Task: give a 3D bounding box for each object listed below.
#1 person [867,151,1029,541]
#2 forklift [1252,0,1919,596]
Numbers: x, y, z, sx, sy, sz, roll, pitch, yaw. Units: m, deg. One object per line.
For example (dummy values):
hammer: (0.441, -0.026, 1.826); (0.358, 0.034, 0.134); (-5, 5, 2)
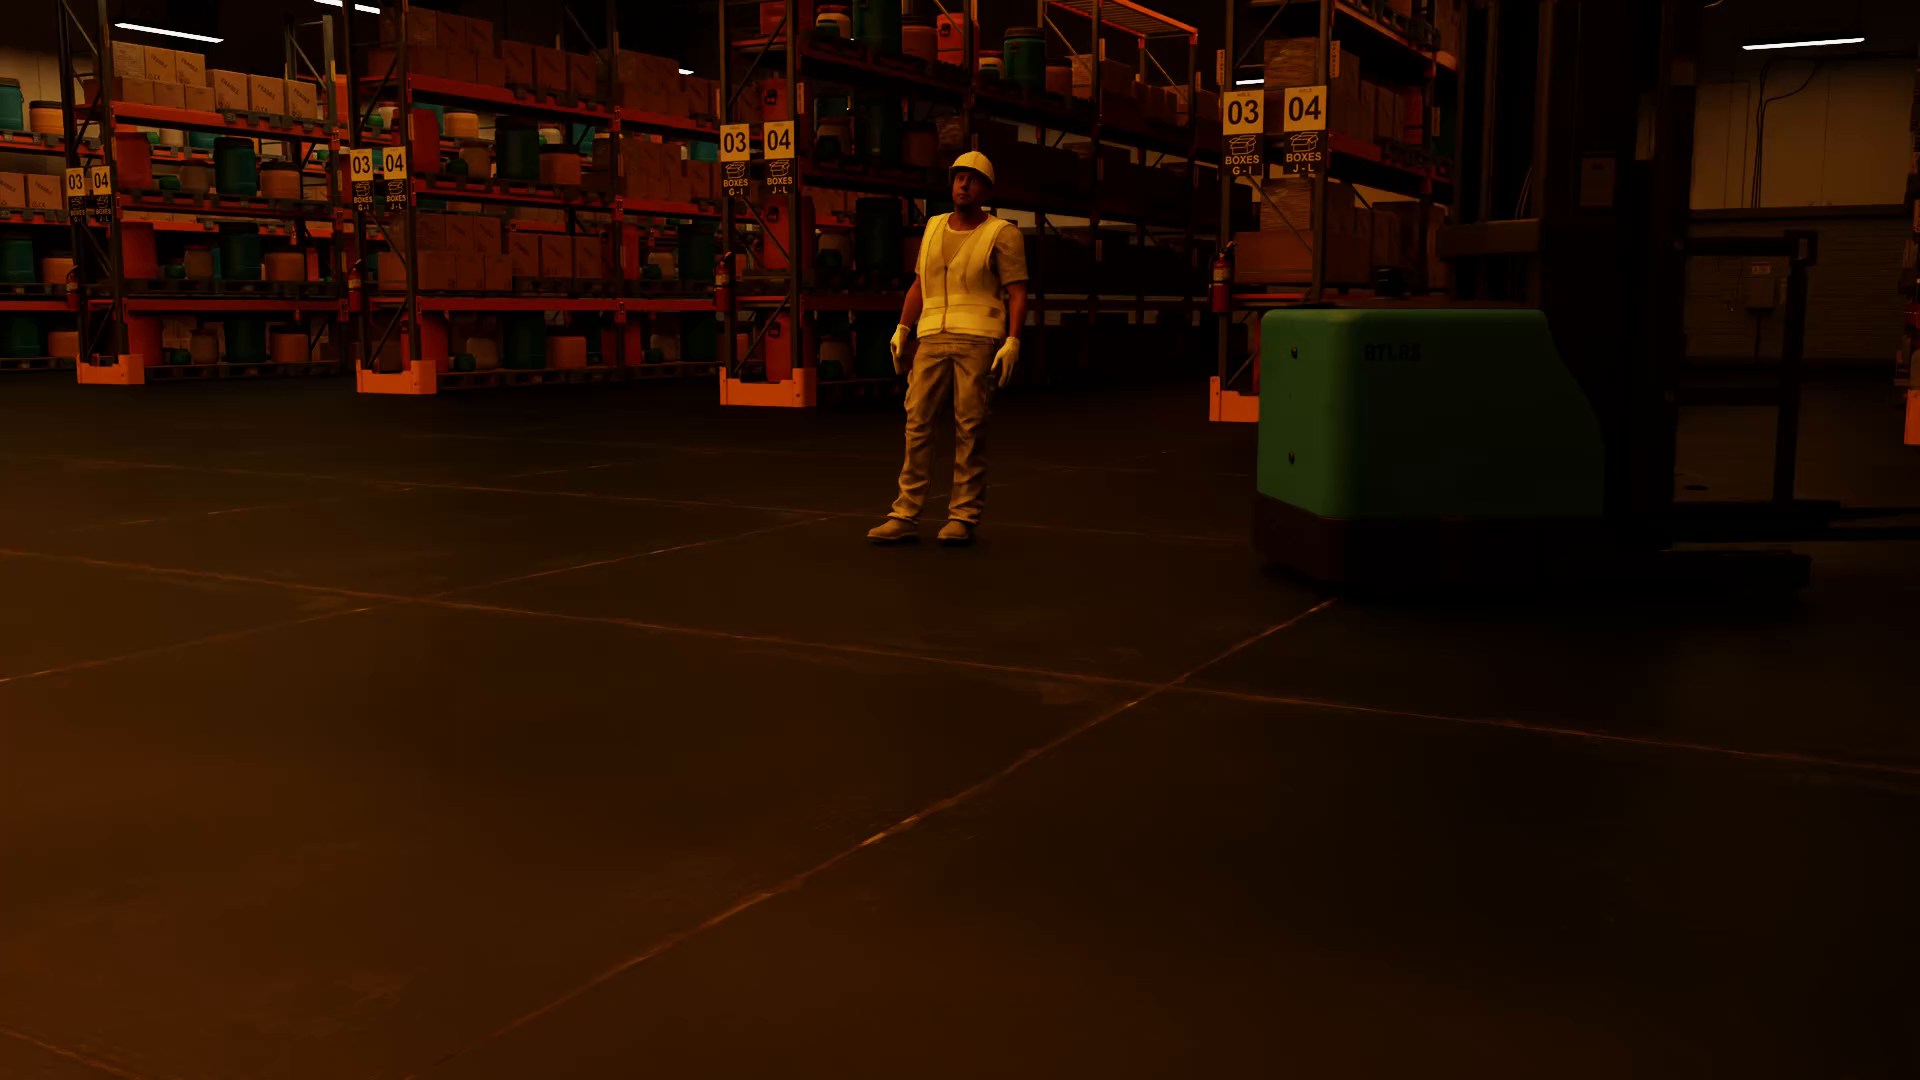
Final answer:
person: (-0.043, -0.883, 7.633); (0.656, 1.782, 0.577); (4, 9, 29)
forklift: (2.791, -1.310, 6.587); (3.031, 2.935, 1.130); (-1, 8, -6)
